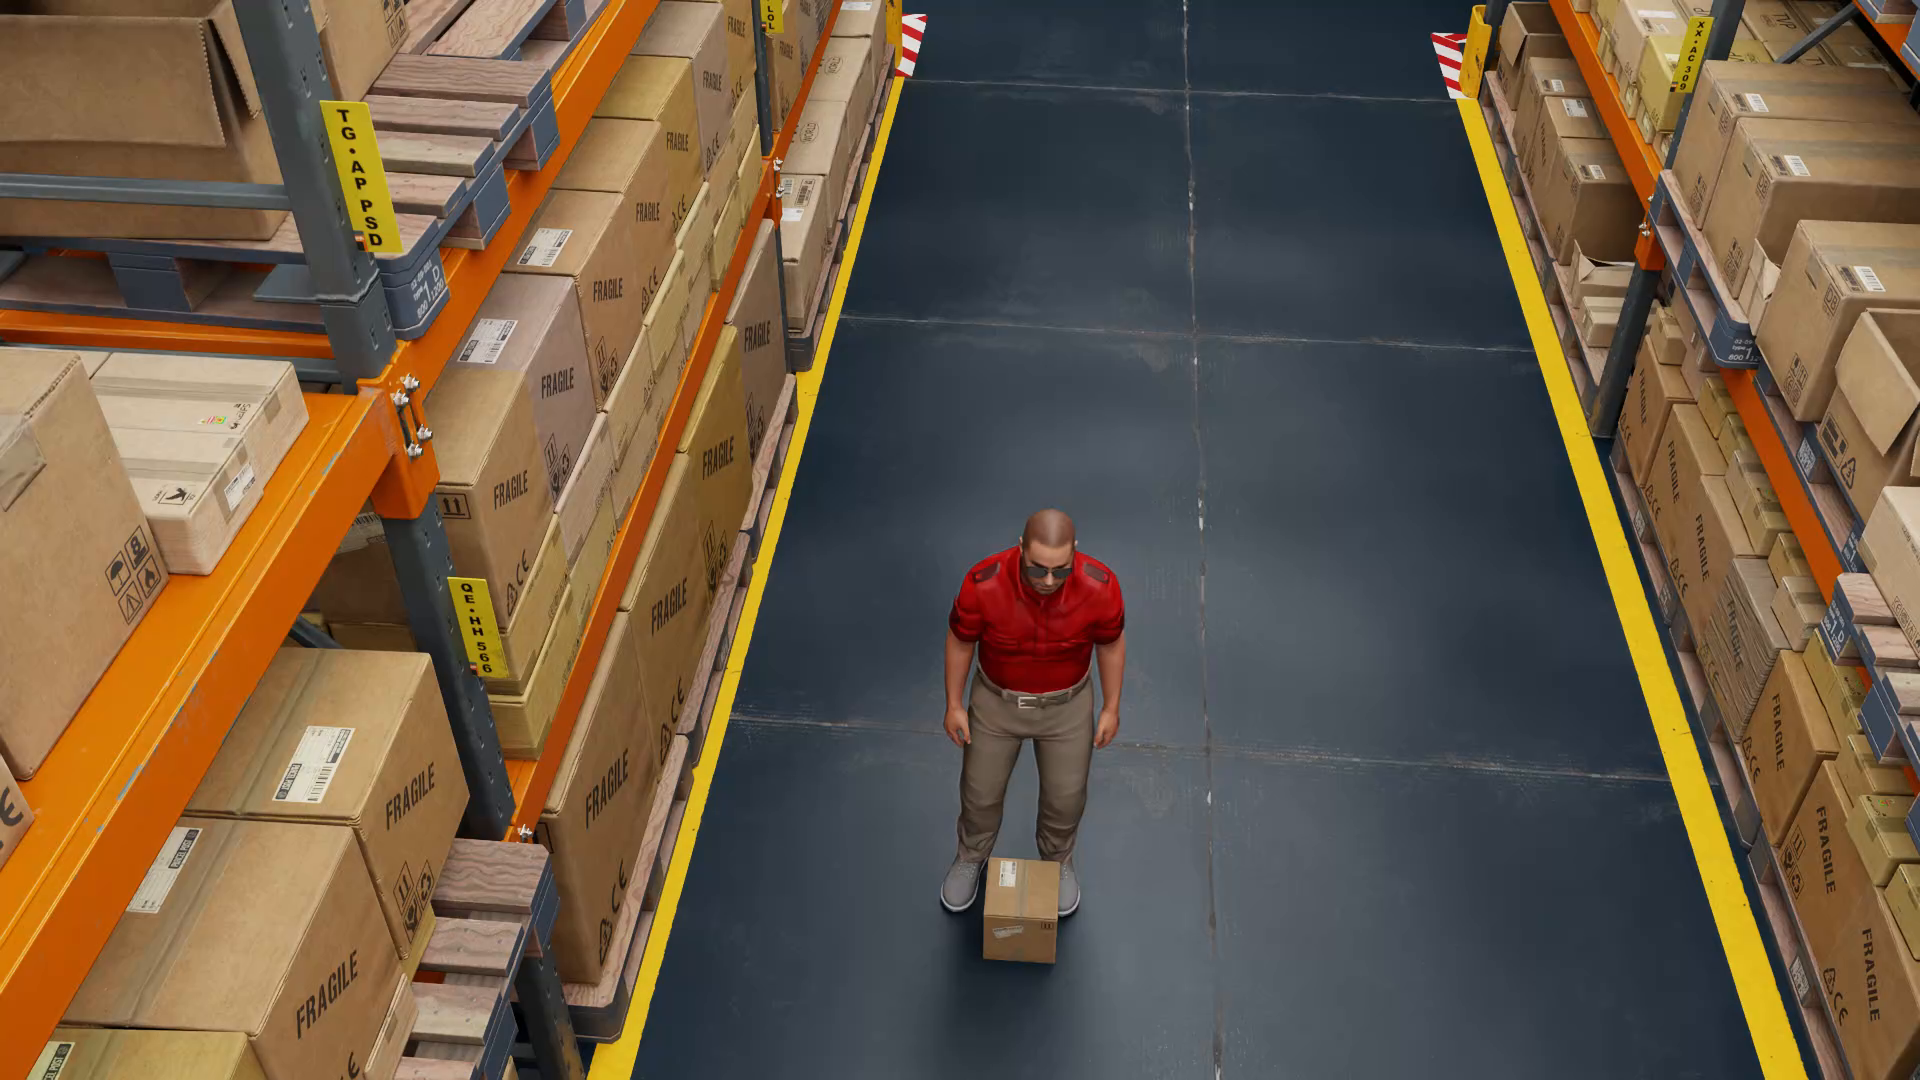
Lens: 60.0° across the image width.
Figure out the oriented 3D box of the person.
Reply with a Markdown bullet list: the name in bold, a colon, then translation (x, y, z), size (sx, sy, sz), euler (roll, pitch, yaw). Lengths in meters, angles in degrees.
- **person**: translation (0.235, 0.556, 5.500), size (0.604, 1.726, 0.394), euler (1, 40, 1)
